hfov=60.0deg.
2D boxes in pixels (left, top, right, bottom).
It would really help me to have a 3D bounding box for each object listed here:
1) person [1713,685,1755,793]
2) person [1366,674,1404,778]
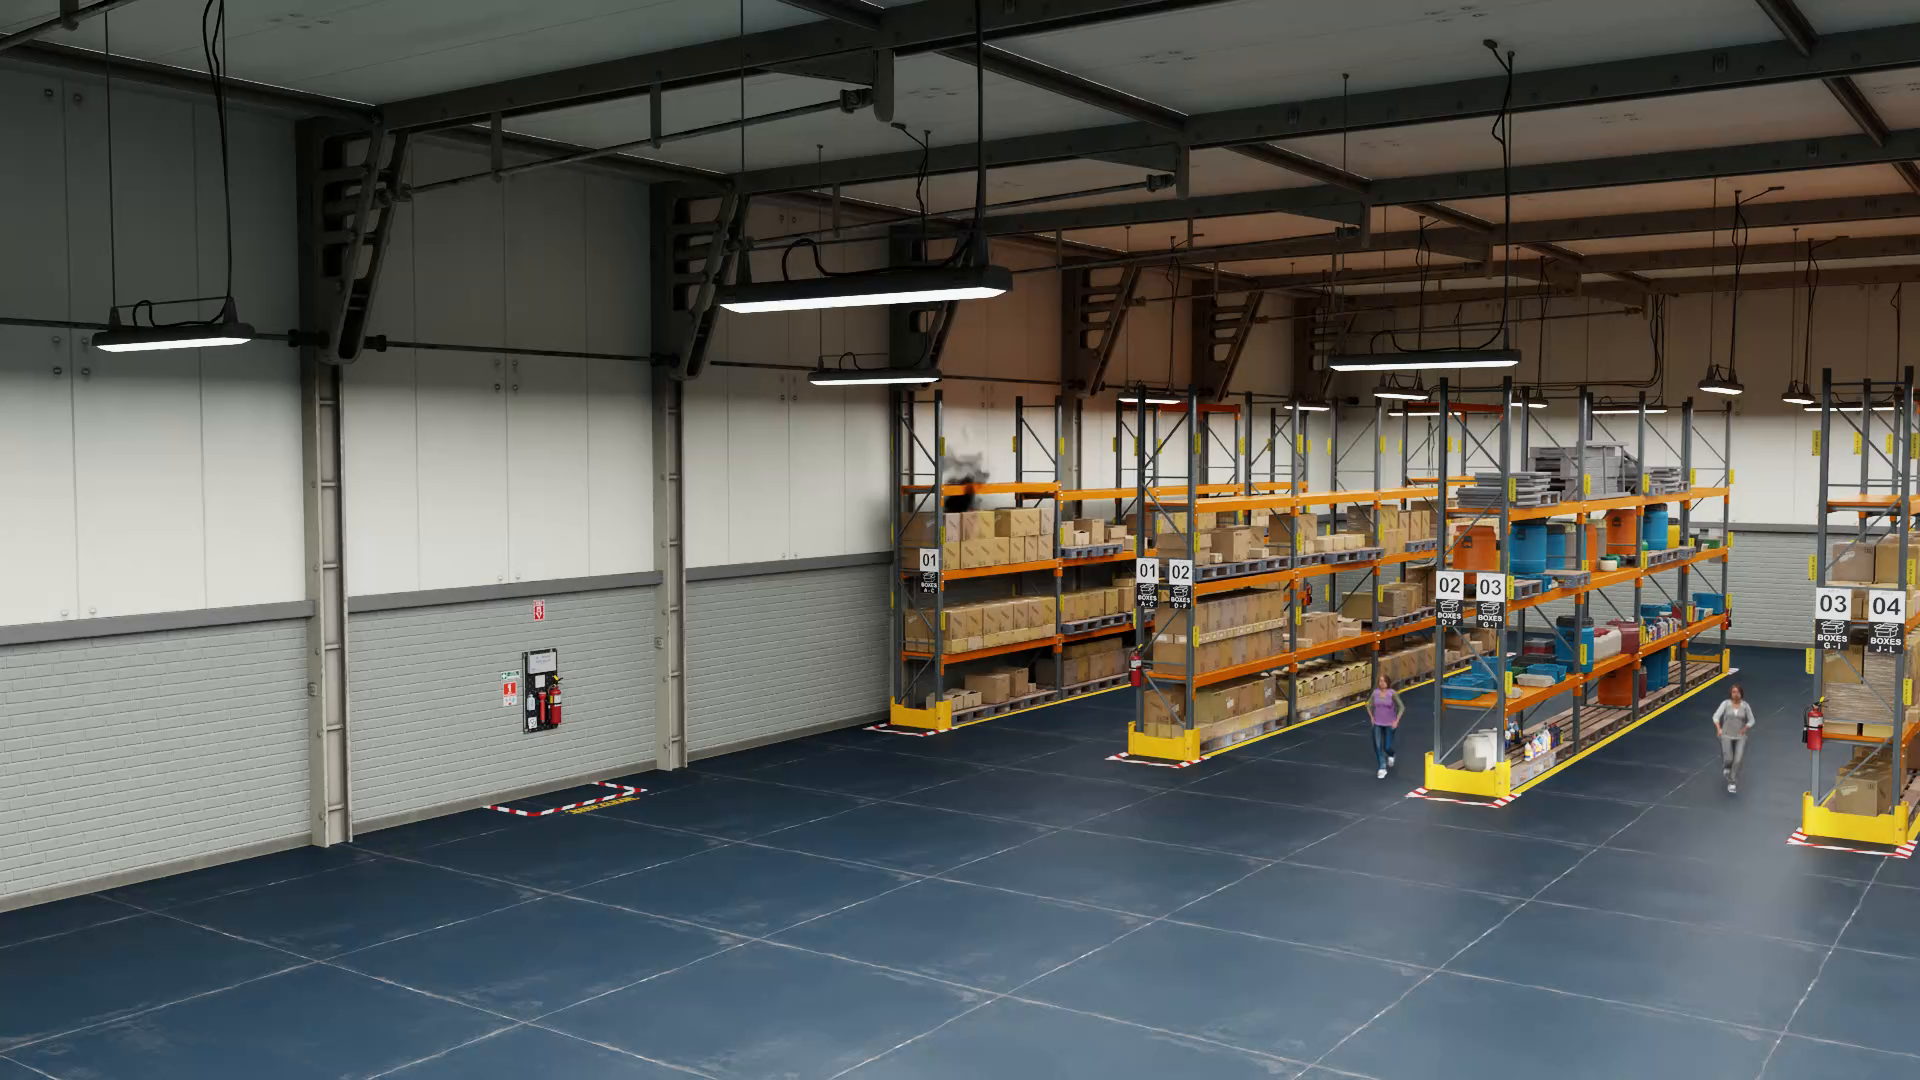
[{"bbox_3d":[11.220,2.869,24.110,0.549,1.552,0.556,1,3,19],"label":"person"},{"bbox_3d":[6.459,2.808,25.275,0.563,1.560,0.575,2,4,26],"label":"person"}]
